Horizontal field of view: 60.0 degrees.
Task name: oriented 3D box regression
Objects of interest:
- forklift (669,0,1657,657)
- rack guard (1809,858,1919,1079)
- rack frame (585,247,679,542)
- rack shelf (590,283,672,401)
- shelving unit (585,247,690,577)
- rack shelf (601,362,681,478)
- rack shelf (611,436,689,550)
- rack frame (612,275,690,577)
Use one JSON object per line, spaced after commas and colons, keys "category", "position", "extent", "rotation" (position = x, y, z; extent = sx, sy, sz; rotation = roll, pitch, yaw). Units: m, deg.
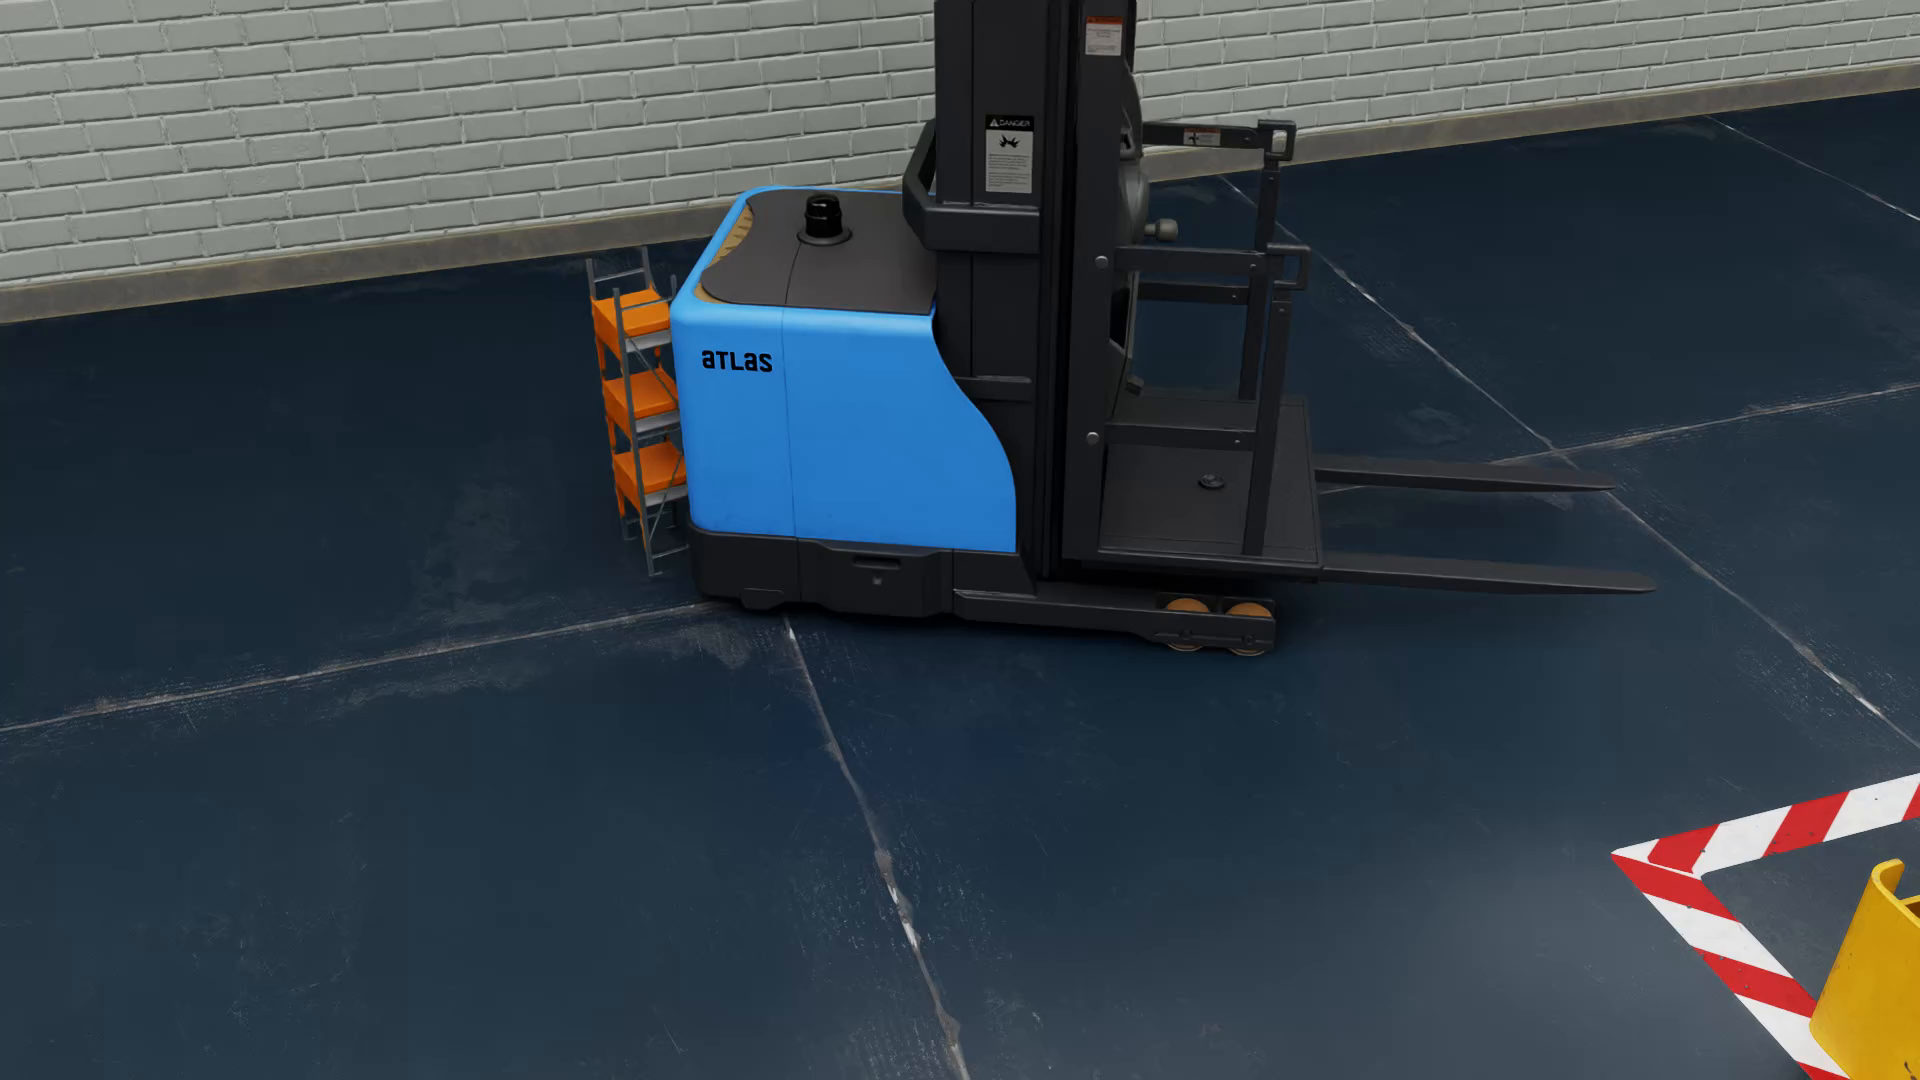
{"category": "forklift", "position": [0.685, -1.171, 4.864], "extent": [3.031, 2.935, 1.130], "rotation": [4, 34, 6]}
{"category": "rack guard", "position": [2.623, 0.939, 3.876], "extent": [1.175, 0.500, 0.348], "rotation": [-10, 35, -15]}
{"category": "rack frame", "position": [-1.074, -0.459, 5.492], "extent": [0.200, 1.050, 0.008], "rotation": [-18, 37, -24]}
{"category": "rack shelf", "position": [-1.014, -0.629, 5.253], "extent": [0.215, 0.259, 0.240], "rotation": [-18, 37, -24]}
{"category": "shelving unit", "position": [-1.014, -0.401, 5.404], "extent": [0.215, 1.050, 0.252], "rotation": [-18, 37, -24]}
{"category": "rack shelf", "position": [-1.014, -0.392, 5.410], "extent": [0.215, 0.259, 0.240], "rotation": [-18, 37, -24]}
{"category": "rack shelf", "position": [-1.013, -0.160, 5.563], "extent": [0.215, 0.259, 0.240], "rotation": [-18, 37, -24]}
{"category": "rack frame", "position": [-0.953, -0.342, 5.316], "extent": [0.200, 1.050, 0.008], "rotation": [-18, 37, -24]}
